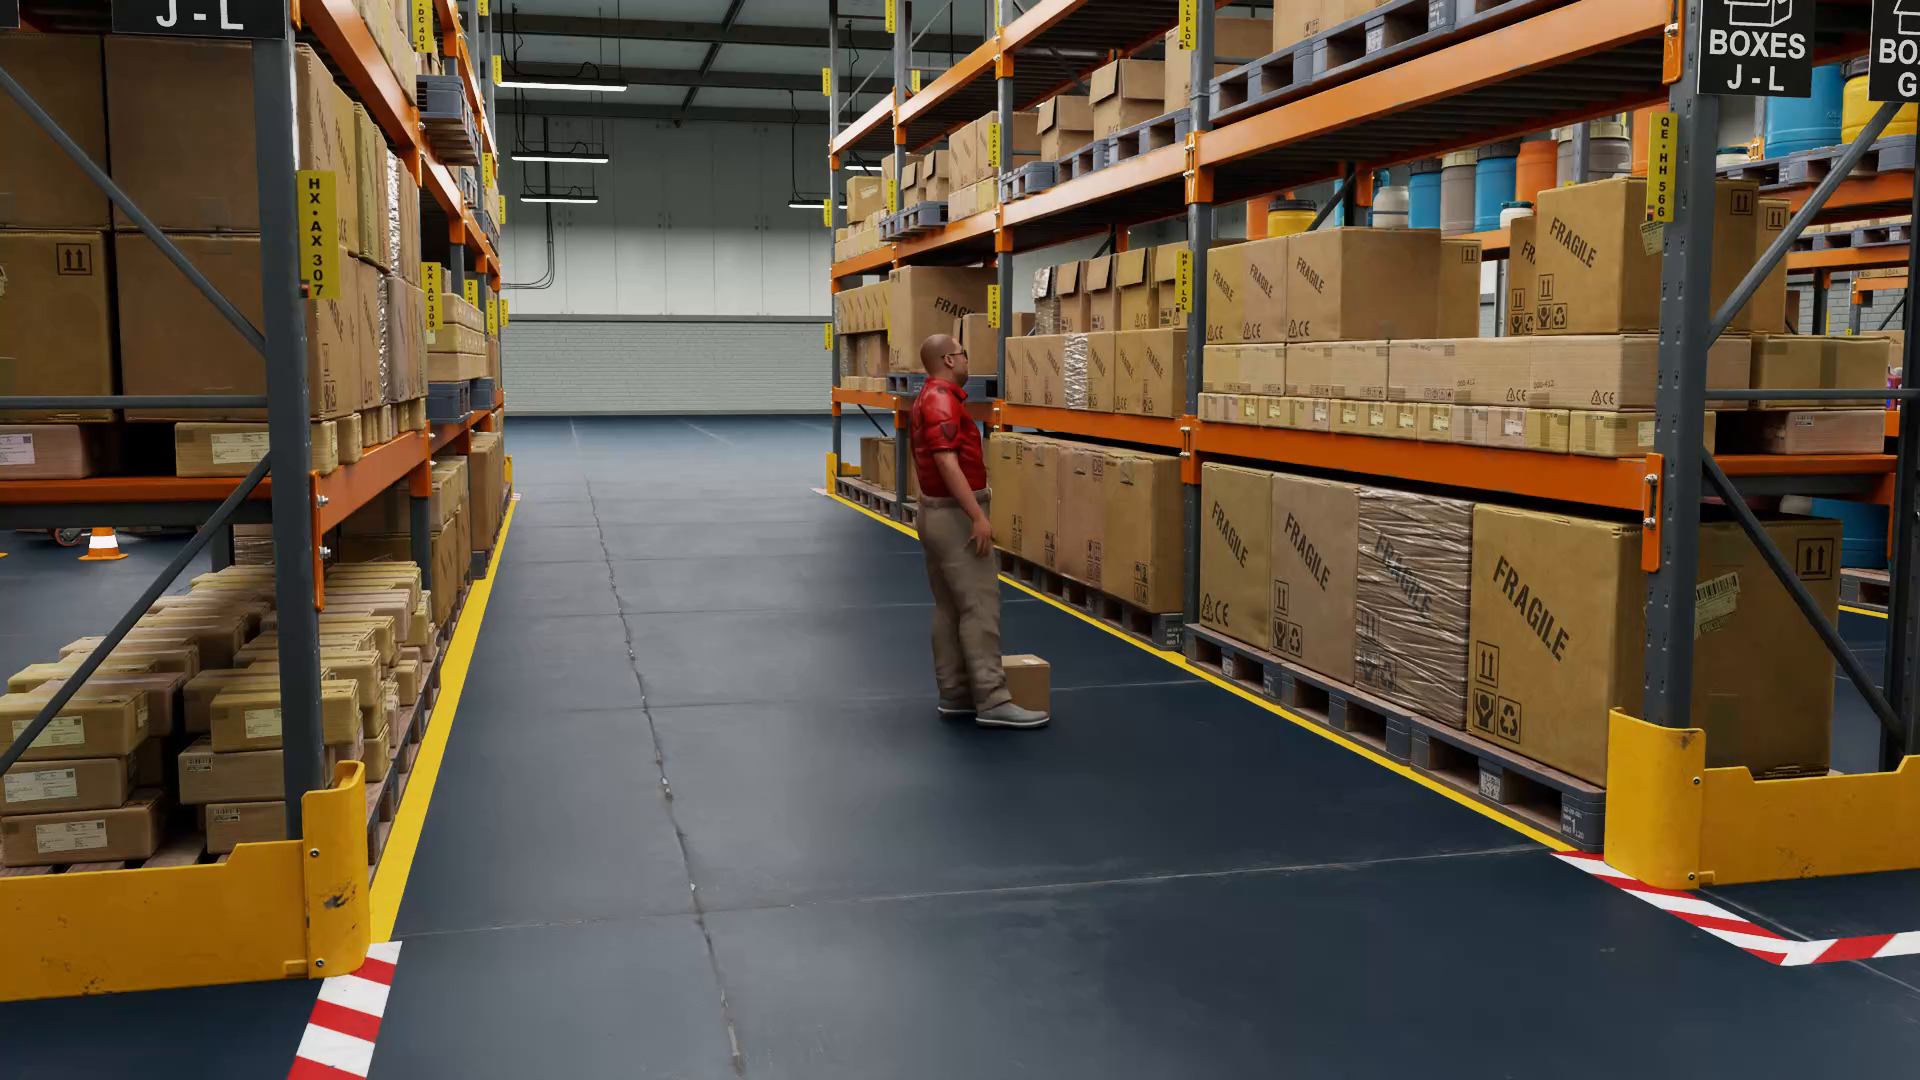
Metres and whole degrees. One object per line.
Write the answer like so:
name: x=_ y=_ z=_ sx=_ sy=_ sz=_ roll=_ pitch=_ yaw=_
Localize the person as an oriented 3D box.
person: x=0.068 y=-0.057 z=7.484 sx=0.551 sy=1.727 sz=0.640 roll=-1 pitch=6 yaw=-14
